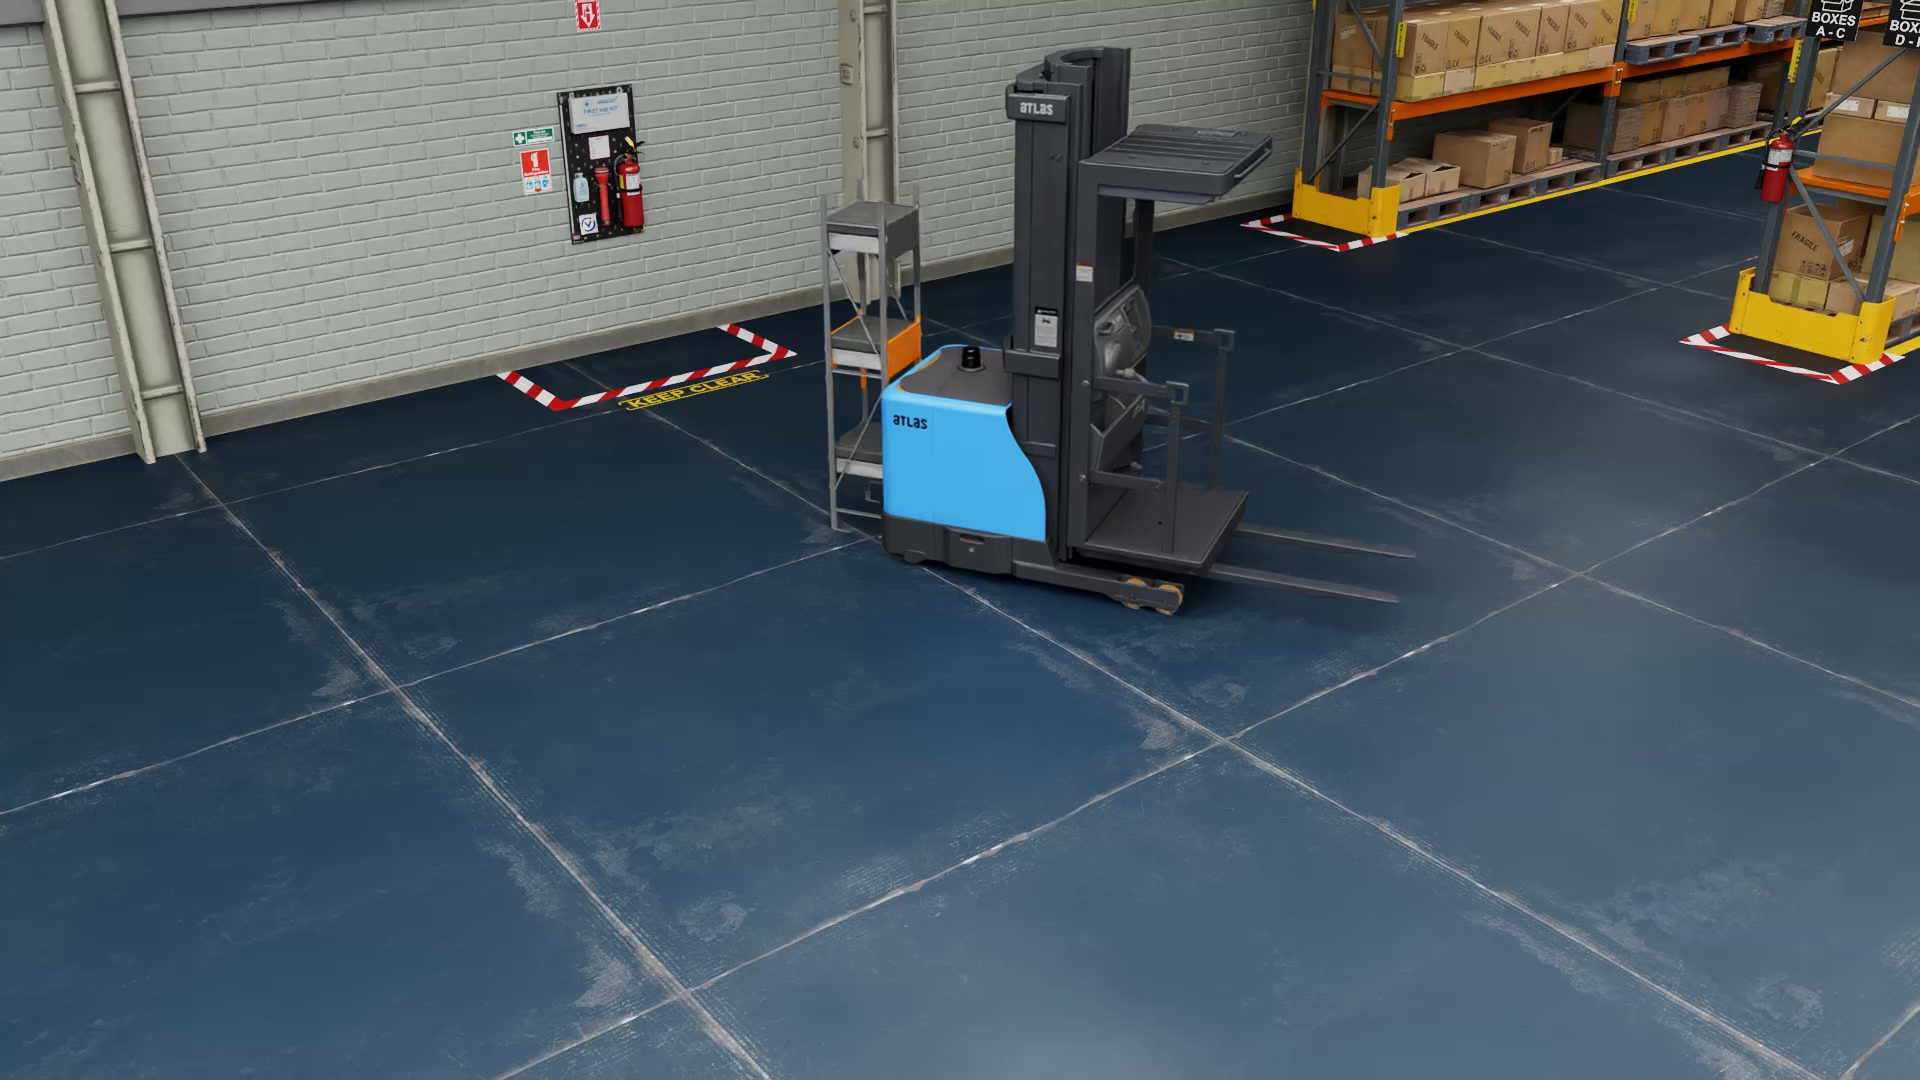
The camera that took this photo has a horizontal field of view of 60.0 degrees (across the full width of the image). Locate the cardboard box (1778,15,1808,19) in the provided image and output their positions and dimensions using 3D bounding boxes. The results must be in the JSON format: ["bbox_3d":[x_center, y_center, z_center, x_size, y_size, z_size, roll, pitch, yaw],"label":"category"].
[{"bbox_3d":[10.627,-6.613,21.211,0.250,0.149,0.380,-19,31,-35],"label":"cardboard box"}]

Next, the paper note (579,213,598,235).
[{"bbox_3d":[-2.924,-2.489,13.096,0.142,0.148,0.016,-18,31,-34],"label":"paper note"}]

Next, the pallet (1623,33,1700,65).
[{"bbox_3d":[7.769,-5.733,19.268,1.213,0.211,1.003,-18,31,-34],"label":"pallet"}]

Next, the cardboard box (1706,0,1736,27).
[{"bbox_3d":[8.895,-6.498,20.046,0.500,0.500,0.700,-18,31,-34],"label":"cardboard box"}]

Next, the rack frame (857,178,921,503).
[{"bbox_3d":[-0.428,-1.175,10.288,0.400,2.100,0.015,10,27,20],"label":"rack frame"}]

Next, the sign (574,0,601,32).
[{"bbox_3d":[-2.810,-3.994,12.539,0.199,0.298,0.001,-18,31,-34],"label":"sign"}]

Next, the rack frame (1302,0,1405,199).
[{"bbox_3d":[3.930,-4.631,16.665,0.127,3.000,1.000,-18,31,-34],"label":"rack frame"}]

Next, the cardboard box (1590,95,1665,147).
[{"bbox_3d":[8.022,-5.083,20.087,0.500,0.500,0.700,-19,31,-35],"label":"cardboard box"}]

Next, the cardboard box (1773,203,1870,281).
[{"bbox_3d":[7.228,-2.512,13.977,0.500,0.500,0.500,-18,31,-34],"label":"cardboard box"}]

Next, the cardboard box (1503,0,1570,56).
[{"bbox_3d":[6.104,-5.467,17.731,0.500,0.500,0.500,-19,31,-35],"label":"cardboard box"}]

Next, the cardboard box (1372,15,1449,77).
[{"bbox_3d":[4.491,-4.937,16.587,0.500,0.500,0.500,-18,31,-34],"label":"cardboard box"}]

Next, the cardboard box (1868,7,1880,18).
[{"bbox_3d":[12.039,-7.081,22.219,0.250,0.149,0.380,-17,30,-32],"label":"cardboard box"}]

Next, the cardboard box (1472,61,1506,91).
[{"bbox_3d":[5.314,-4.864,17.321,0.500,0.250,0.500,-19,31,-35],"label":"cardboard box"}]

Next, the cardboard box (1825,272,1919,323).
[{"bbox_3d":[7.549,-2.000,13.763,0.500,0.250,0.500,-18,31,-34],"label":"cardboard box"}]

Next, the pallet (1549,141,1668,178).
[{"bbox_3d":[7.690,-4.608,19.928,1.213,0.211,1.003,-18,31,-34],"label":"pallet"}]

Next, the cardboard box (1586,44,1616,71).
[{"bbox_3d":[6.892,-5.388,18.450,0.500,0.250,0.500,-18,30,-34],"label":"cardboard box"}]

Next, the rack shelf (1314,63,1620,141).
[{"bbox_3d":[5.504,-4.824,17.936,4.000,0.370,1.077,-18,31,-34],"label":"rack shelf"}]

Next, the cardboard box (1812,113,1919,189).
[{"bbox_3d":[7.365,-3.153,13.362,0.500,0.500,0.700,-18,31,-34],"label":"cardboard box"}]

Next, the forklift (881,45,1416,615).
[{"bbox_3d":[1.097,-1.165,9.278,3.031,2.935,1.130,10,27,20],"label":"forklift"}]

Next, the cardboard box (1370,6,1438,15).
[{"bbox_3d":[4.572,-5.233,17.225,0.500,0.500,0.500,-18,30,-33],"label":"cardboard box"}]

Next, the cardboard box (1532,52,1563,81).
[{"bbox_3d":[6.109,-5.125,17.884,0.500,0.250,0.500,-18,31,-34],"label":"cardboard box"}]

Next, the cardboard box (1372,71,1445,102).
[{"bbox_3d":[4.510,-4.594,16.739,0.500,0.250,0.500,-19,31,-35],"label":"cardboard box"}]

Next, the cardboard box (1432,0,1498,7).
[{"bbox_3d":[5.373,-5.499,17.799,0.500,0.500,0.500,-18,30,-33],"label":"cardboard box"}]

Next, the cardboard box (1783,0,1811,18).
[{"bbox_3d":[10.766,-6.940,21.144,0.500,0.500,0.500,-17,30,-33],"label":"cardboard box"}]

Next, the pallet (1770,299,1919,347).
[{"bbox_3d":[7.566,-1.939,14.176,1.213,0.211,1.003,-18,31,-34],"label":"pallet"}]

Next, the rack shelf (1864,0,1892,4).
[{"bbox_3d":[8.564,-4.545,13.771,4.000,0.370,1.077,-18,31,-34],"label":"rack shelf"}]

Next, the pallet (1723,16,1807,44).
[{"bbox_3d":[9.730,-6.402,20.708,1.003,0.211,1.213,-18,31,-34],"label":"pallet"}]

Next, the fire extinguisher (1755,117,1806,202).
[{"bbox_3d":[6.610,-3.079,13.413,0.183,0.674,0.296,-18,31,-34],"label":"fire extinguisher"}]

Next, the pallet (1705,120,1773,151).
[{"bbox_3d":[9.610,-5.242,21.294,1.213,0.211,1.003,-18,31,-34],"label":"pallet"}]

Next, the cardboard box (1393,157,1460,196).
[{"bbox_3d":[4.979,-3.909,17.781,0.500,0.311,0.500,-15,29,-30],"label":"cardboard box"}]

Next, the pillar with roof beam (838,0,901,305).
[{"bbox_3d":[1.882,-4.836,9.980,0.400,9.000,9.100,-18,31,-34],"label":"pillar with roof beam"}]

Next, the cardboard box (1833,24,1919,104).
[{"bbox_3d":[7.407,-3.756,13.119,0.500,0.500,0.700,-18,30,-34],"label":"cardboard box"}]

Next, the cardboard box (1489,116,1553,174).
[{"bbox_3d":[6.286,-4.453,18.728,0.500,0.500,0.500,-21,32,-38],"label":"cardboard box"}]

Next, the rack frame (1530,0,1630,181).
[{"bbox_3d":[7.078,-5.670,18.904,0.127,3.000,1.000,-18,31,-34],"label":"rack frame"}]

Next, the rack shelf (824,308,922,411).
[{"bbox_3d":[-0.521,-1.068,10.089,0.431,0.518,0.480,10,27,20],"label":"rack shelf"}]

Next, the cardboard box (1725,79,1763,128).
[{"bbox_3d":[9.691,-5.571,21.136,0.500,0.500,0.700,-18,30,-33],"label":"cardboard box"}]

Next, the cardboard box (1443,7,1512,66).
[{"bbox_3d":[5.297,-5.194,17.142,0.500,0.500,0.500,-19,31,-36],"label":"cardboard box"}]

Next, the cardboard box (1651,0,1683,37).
[{"bbox_3d":[7.944,-6.179,19.359,0.500,0.500,0.700,-15,29,-29],"label":"cardboard box"}]

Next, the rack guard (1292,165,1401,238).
[{"bbox_3d":[3.990,-3.517,17.234,0.348,0.500,1.175,-18,31,-34],"label":"rack guard"}]

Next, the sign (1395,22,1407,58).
[{"bbox_3d":[4.265,-4.844,16.096,0.005,0.325,0.100,-18,31,-34],"label":"sign"}]

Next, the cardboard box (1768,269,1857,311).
[{"bbox_3d":[7.230,-2.171,14.133,0.500,0.250,0.500,-18,31,-34],"label":"cardboard box"}]

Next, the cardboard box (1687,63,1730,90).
[{"bbox_3d":[9.204,-5.783,20.704,0.500,0.250,0.500,-18,30,-33],"label":"cardboard box"}]

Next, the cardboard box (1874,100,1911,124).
[{"bbox_3d":[7.432,-3.361,13.040,0.250,0.149,0.380,-19,31,-34],"label":"cardboard box"}]

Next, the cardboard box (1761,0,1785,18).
[{"bbox_3d":[9.862,-6.829,20.759,0.500,0.500,0.700,-23,33,-40],"label":"cardboard box"}]

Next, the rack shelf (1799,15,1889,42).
[{"bbox_3d":[11.799,-6.902,22.414,4.000,0.370,1.077,-18,31,-34],"label":"rack shelf"}]

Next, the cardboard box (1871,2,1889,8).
[{"bbox_3d":[11.980,-7.339,22.005,0.500,0.500,0.500,-17,30,-33],"label":"cardboard box"}]

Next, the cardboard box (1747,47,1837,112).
[{"bbox_3d":[10.885,-6.072,21.825,0.750,0.750,0.750,-19,31,-35],"label":"cardboard box"}]

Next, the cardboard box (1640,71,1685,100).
[{"bbox_3d":[8.398,-5.525,20.146,0.500,0.250,0.500,-19,31,-35],"label":"cardboard box"}]

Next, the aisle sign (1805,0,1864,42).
[{"bbox_3d":[6.757,-4.250,12.757,0.004,0.787,0.394,-18,31,-34],"label":"aisle sign"}]

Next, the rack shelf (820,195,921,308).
[{"bbox_3d":[-0.521,-1.703,9.794,0.431,0.518,0.480,10,27,20],"label":"rack shelf"}]

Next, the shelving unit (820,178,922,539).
[{"bbox_3d":[-0.521,-1.080,10.083,0.431,2.100,0.503,10,27,20],"label":"shelving unit"}]

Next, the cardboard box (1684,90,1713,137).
[{"bbox_3d":[8.840,-5.337,20.633,0.500,0.500,0.700,-18,31,-34],"label":"cardboard box"}]

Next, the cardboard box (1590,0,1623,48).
[{"bbox_3d":[6.897,-5.726,18.288,0.500,0.500,0.500,-18,31,-34],"label":"cardboard box"}]

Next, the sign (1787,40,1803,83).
[{"bbox_3d":[6.666,-3.807,13.233,0.005,0.325,0.100,-18,31,-34],"label":"sign"}]
